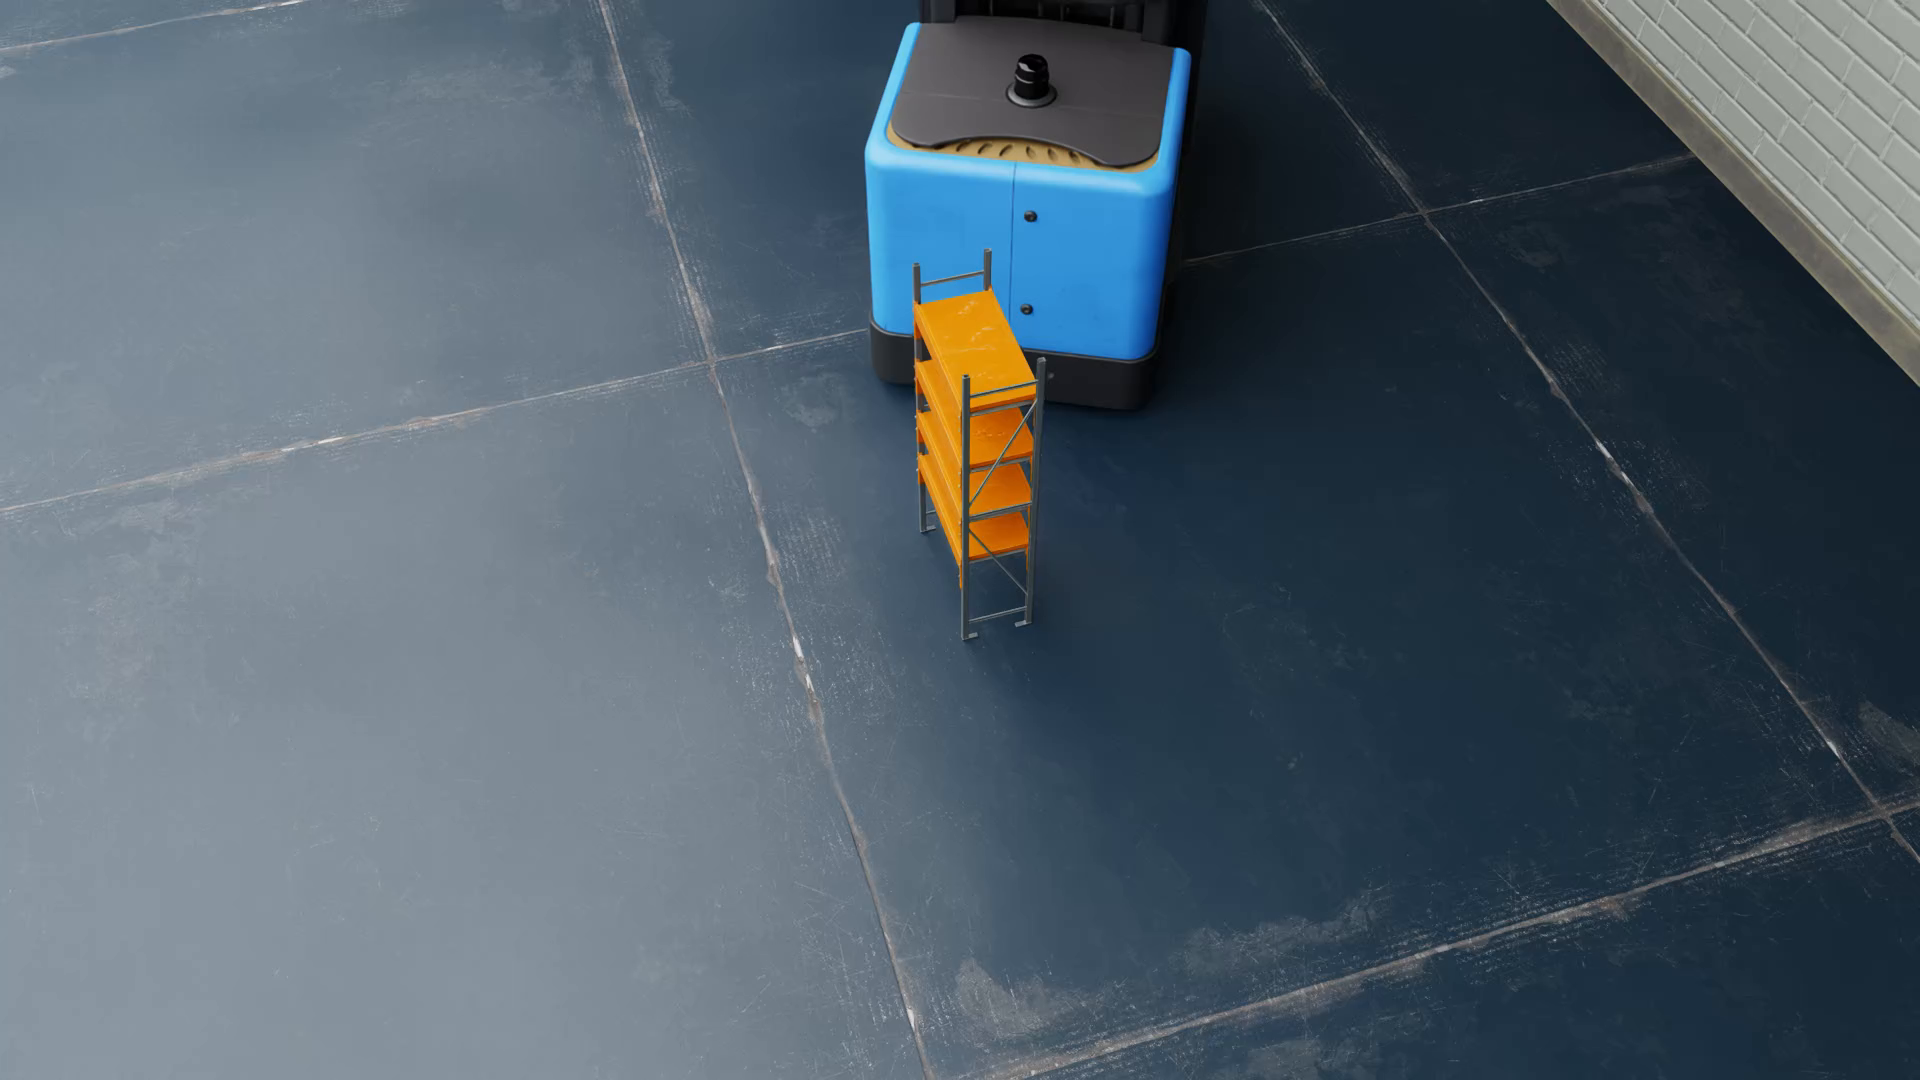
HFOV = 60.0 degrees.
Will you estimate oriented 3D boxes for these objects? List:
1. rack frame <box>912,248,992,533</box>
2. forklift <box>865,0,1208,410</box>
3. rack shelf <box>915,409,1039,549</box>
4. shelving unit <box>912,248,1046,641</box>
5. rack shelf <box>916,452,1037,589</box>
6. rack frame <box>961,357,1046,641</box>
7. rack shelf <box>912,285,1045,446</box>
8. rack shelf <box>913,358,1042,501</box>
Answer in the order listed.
[{"bbox_3d":[-0.023,-0.444,5.340,0.240,1.200,0.015,-13,51,-11],"label":"rack frame"},{"bbox_3d":[0.427,-2.567,5.997,1.130,2.935,3.031,7,50,6],"label":"forklift"},{"bbox_3d":[0.049,-0.222,5.241,0.258,0.148,0.480,-13,51,-11],"label":"rack shelf"},{"bbox_3d":[0.049,-0.266,5.189,0.258,1.200,0.503,-13,51,-11],"label":"shelving unit"},{"bbox_3d":[0.049,-0.094,5.393,0.258,0.148,0.480,-13,51,-11],"label":"rack shelf"},{"bbox_3d":[0.121,-0.088,5.039,0.240,1.200,0.015,-13,51,-11],"label":"rack frame"},{"bbox_3d":[0.049,-0.519,4.889,0.258,0.148,0.480,-13,51,-11],"label":"rack shelf"},{"bbox_3d":[0.049,-0.367,5.070,0.258,0.148,0.480,-13,51,-11],"label":"rack shelf"}]
